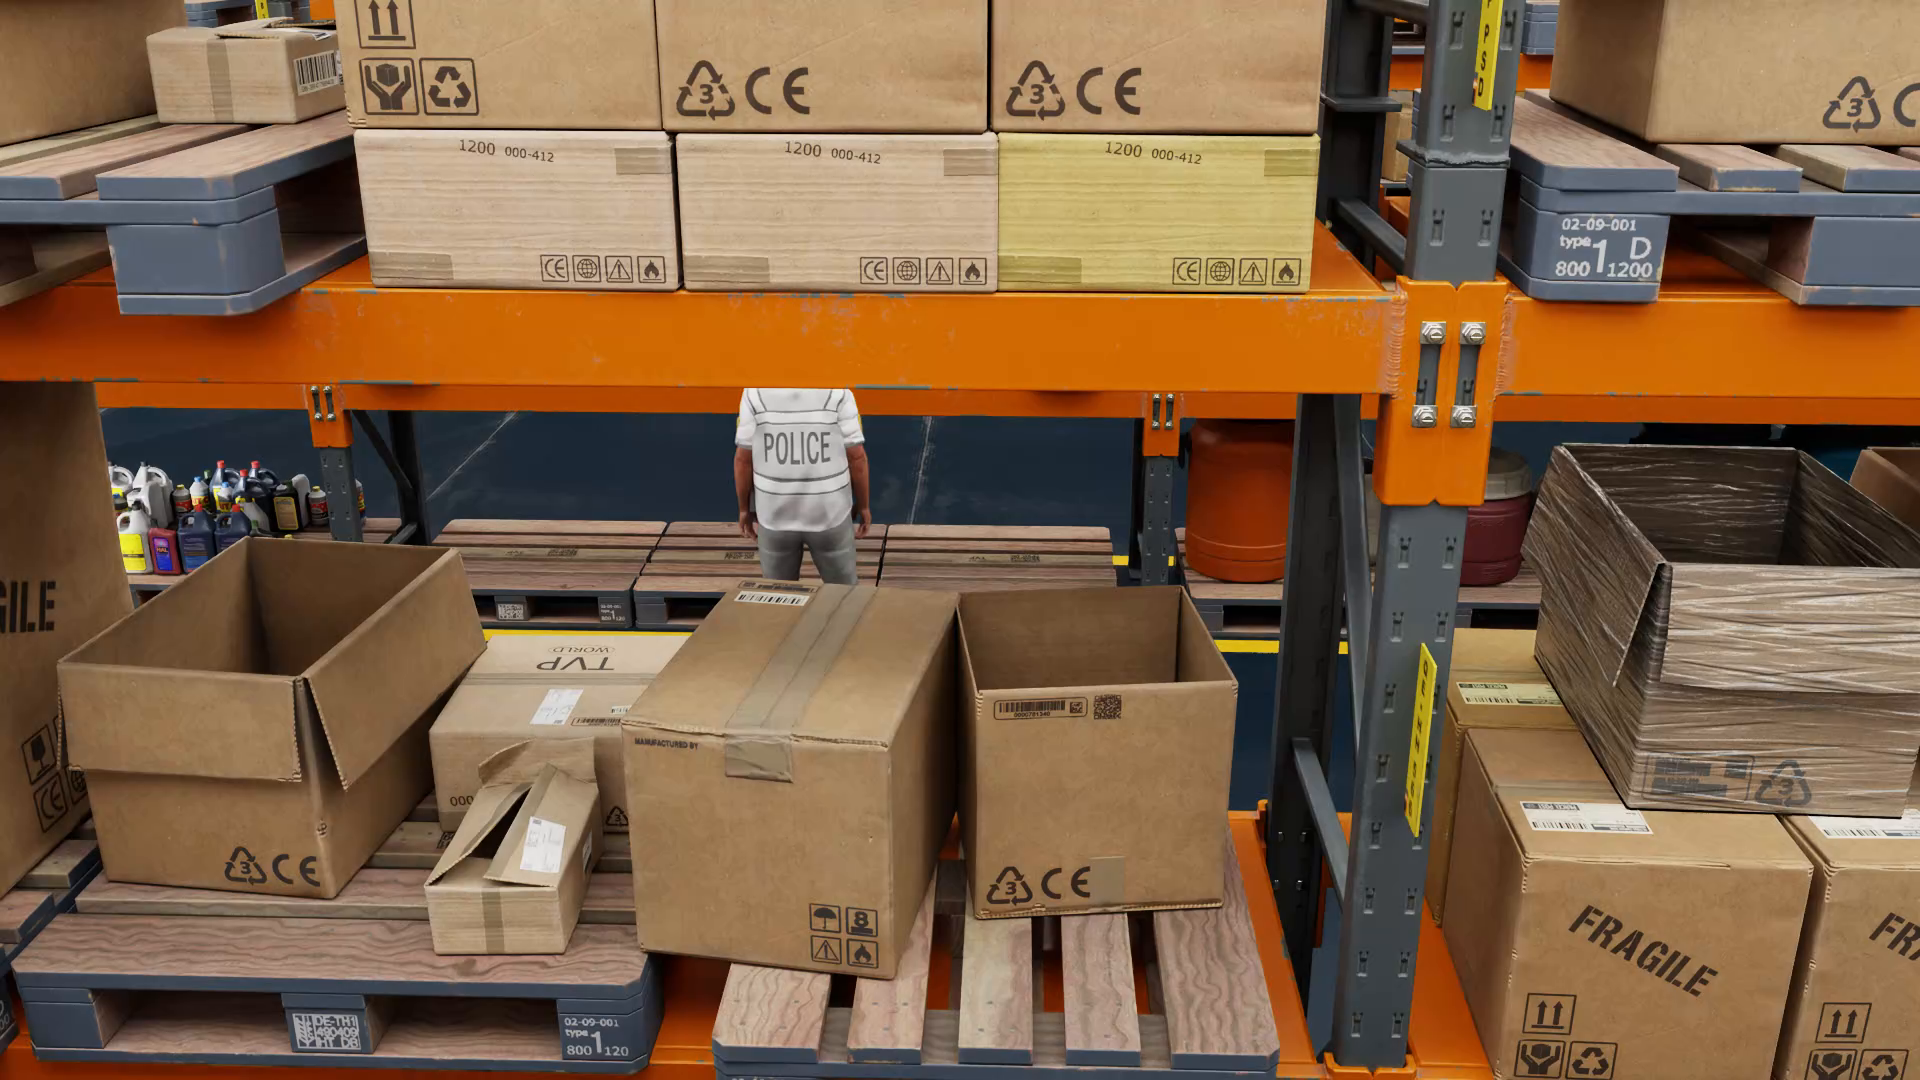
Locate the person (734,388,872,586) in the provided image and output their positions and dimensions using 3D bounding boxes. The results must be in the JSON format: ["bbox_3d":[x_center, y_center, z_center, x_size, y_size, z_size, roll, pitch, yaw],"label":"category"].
[{"bbox_3d":[-0.694,-0.126,7.402,0.599,1.749,0.430,0,21,0],"label":"person"}]
